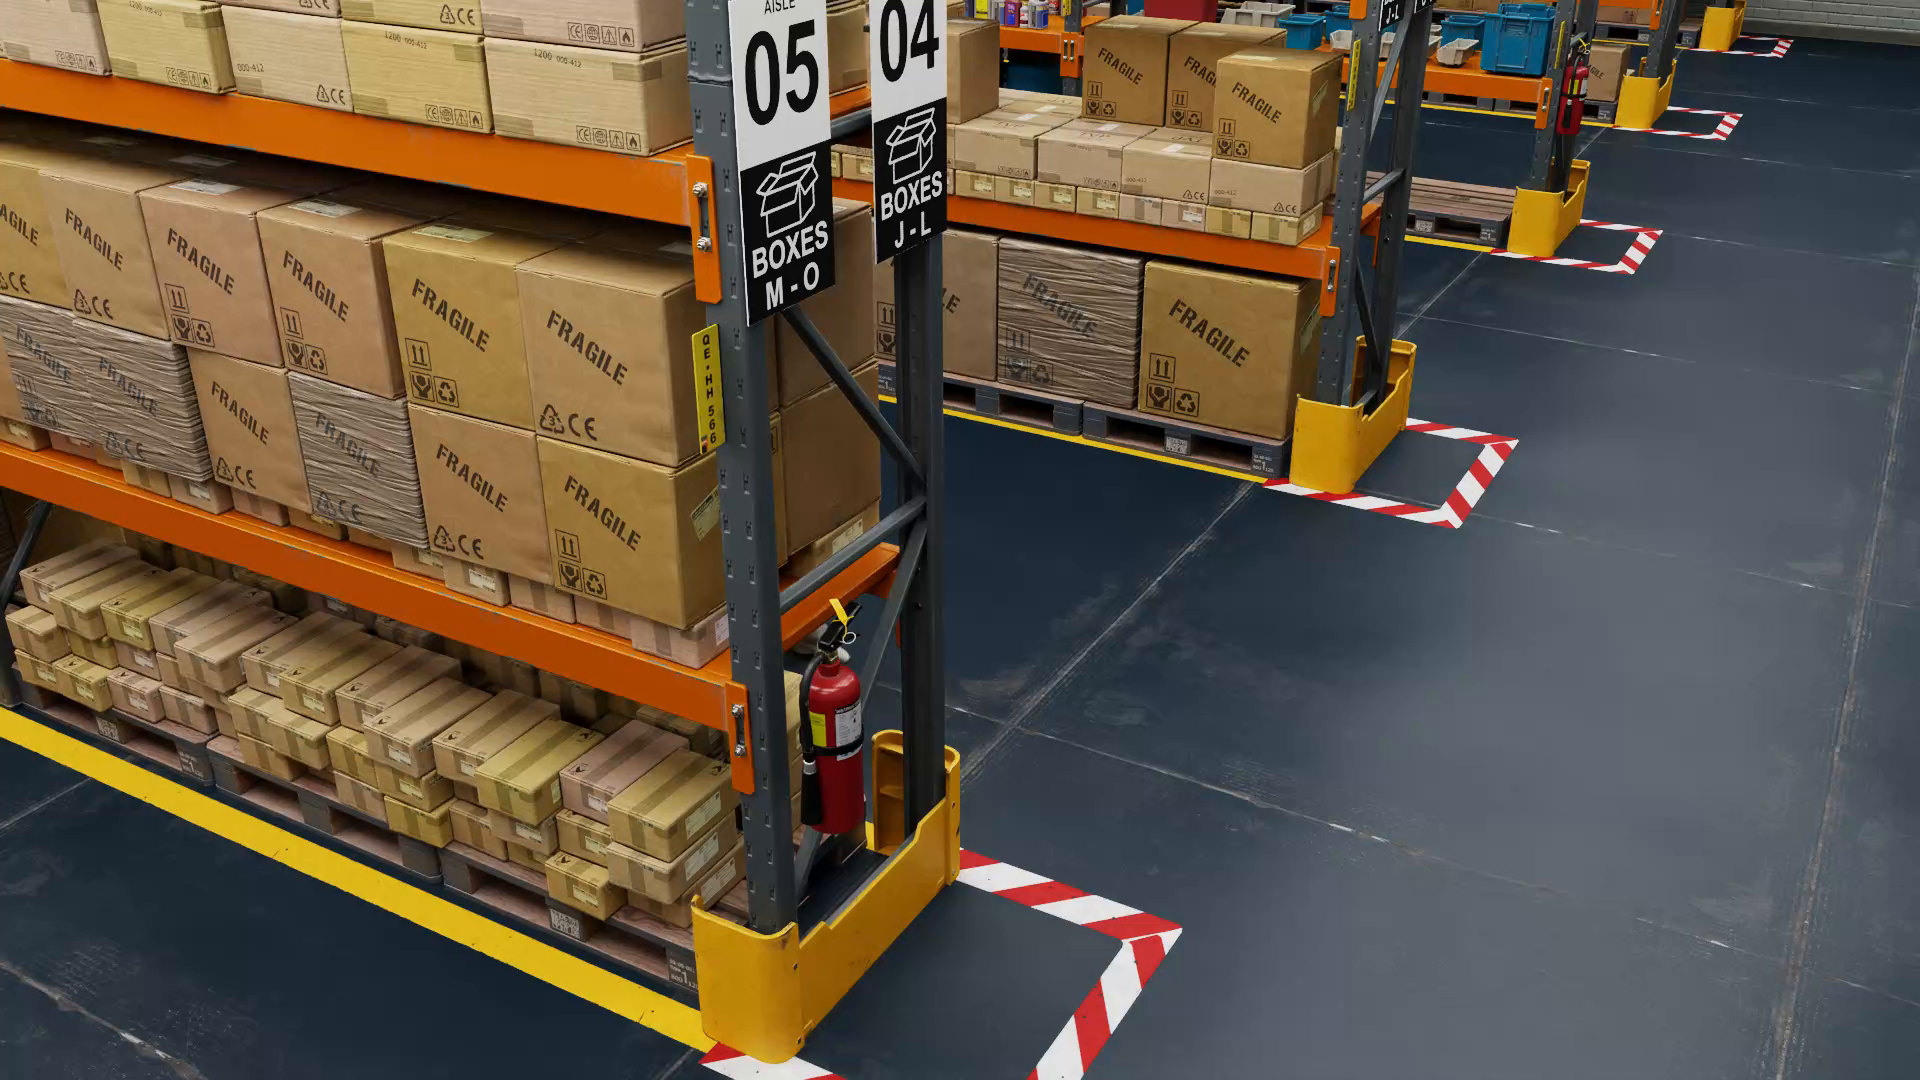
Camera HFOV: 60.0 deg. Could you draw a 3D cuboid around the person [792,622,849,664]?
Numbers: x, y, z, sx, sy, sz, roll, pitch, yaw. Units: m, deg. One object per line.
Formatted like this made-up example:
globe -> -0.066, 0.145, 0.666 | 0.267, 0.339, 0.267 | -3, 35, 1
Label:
person -> -0.807, -0.244, 7.091 | 0.486, 1.673, 0.546 | -16, 31, -28
